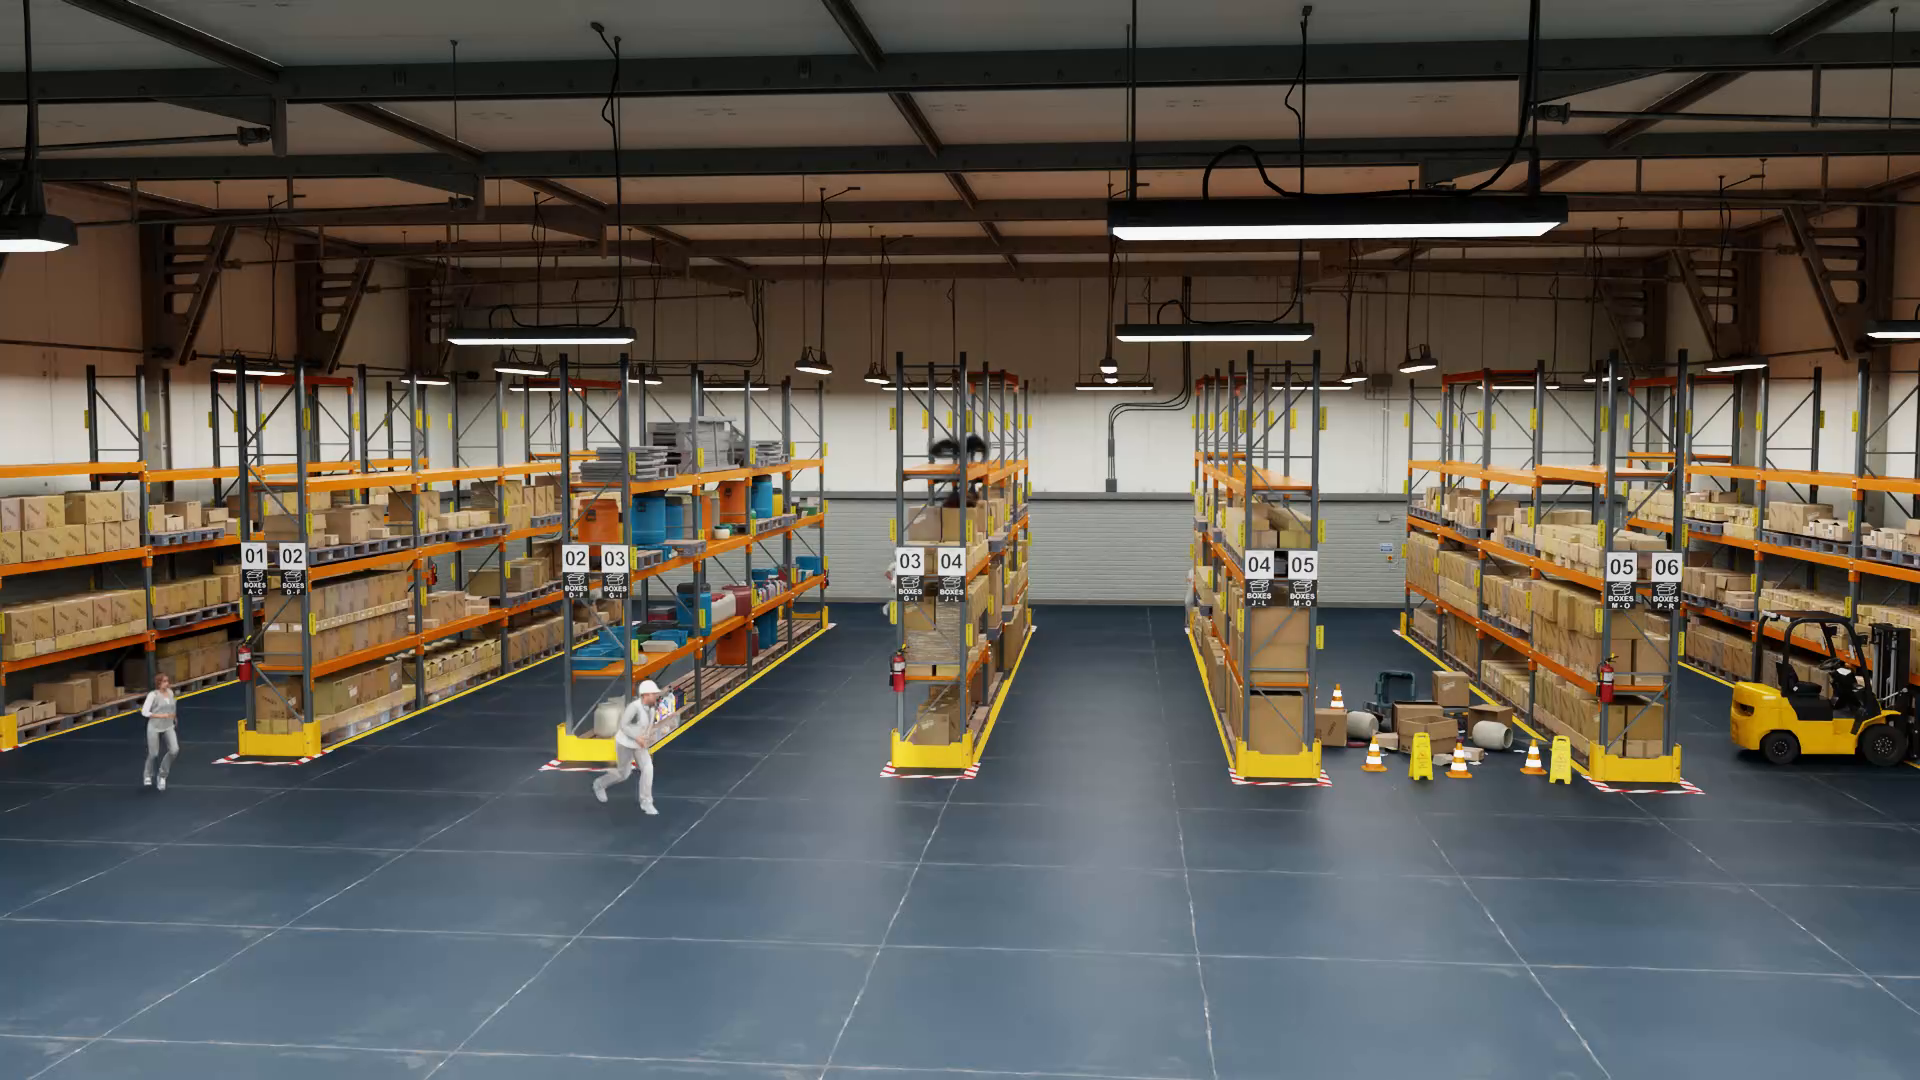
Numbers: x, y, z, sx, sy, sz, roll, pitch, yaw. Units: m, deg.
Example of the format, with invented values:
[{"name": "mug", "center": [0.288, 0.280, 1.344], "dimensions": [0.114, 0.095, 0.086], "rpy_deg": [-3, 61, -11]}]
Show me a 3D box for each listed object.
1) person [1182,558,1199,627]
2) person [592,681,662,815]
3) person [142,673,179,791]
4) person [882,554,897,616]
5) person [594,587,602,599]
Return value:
[{"name": "person", "center": [5.809, 1.233, 40.710], "dimensions": [0.784, 1.849, 0.648], "rpy_deg": [-2, 5, -30]}, {"name": "person", "center": [-4.284, 2.650, 21.390], "dimensions": [1.020, 1.736, 0.686], "rpy_deg": [1, 4, 20]}, {"name": "person", "center": [-10.892, 2.612, 22.674], "dimensions": [0.641, 1.576, 0.576], "rpy_deg": [3, 5, 39]}, {"name": "person", "center": [-1.589, 1.152, 42.123], "dimensions": [0.786, 1.737, 0.745], "rpy_deg": [3, 5, 34]}, {"name": "person", "center": [-9.107, 1.266, 42.128], "dimensions": [0.768, 1.511, 0.730], "rpy_deg": [-3, 5, -36]}]
